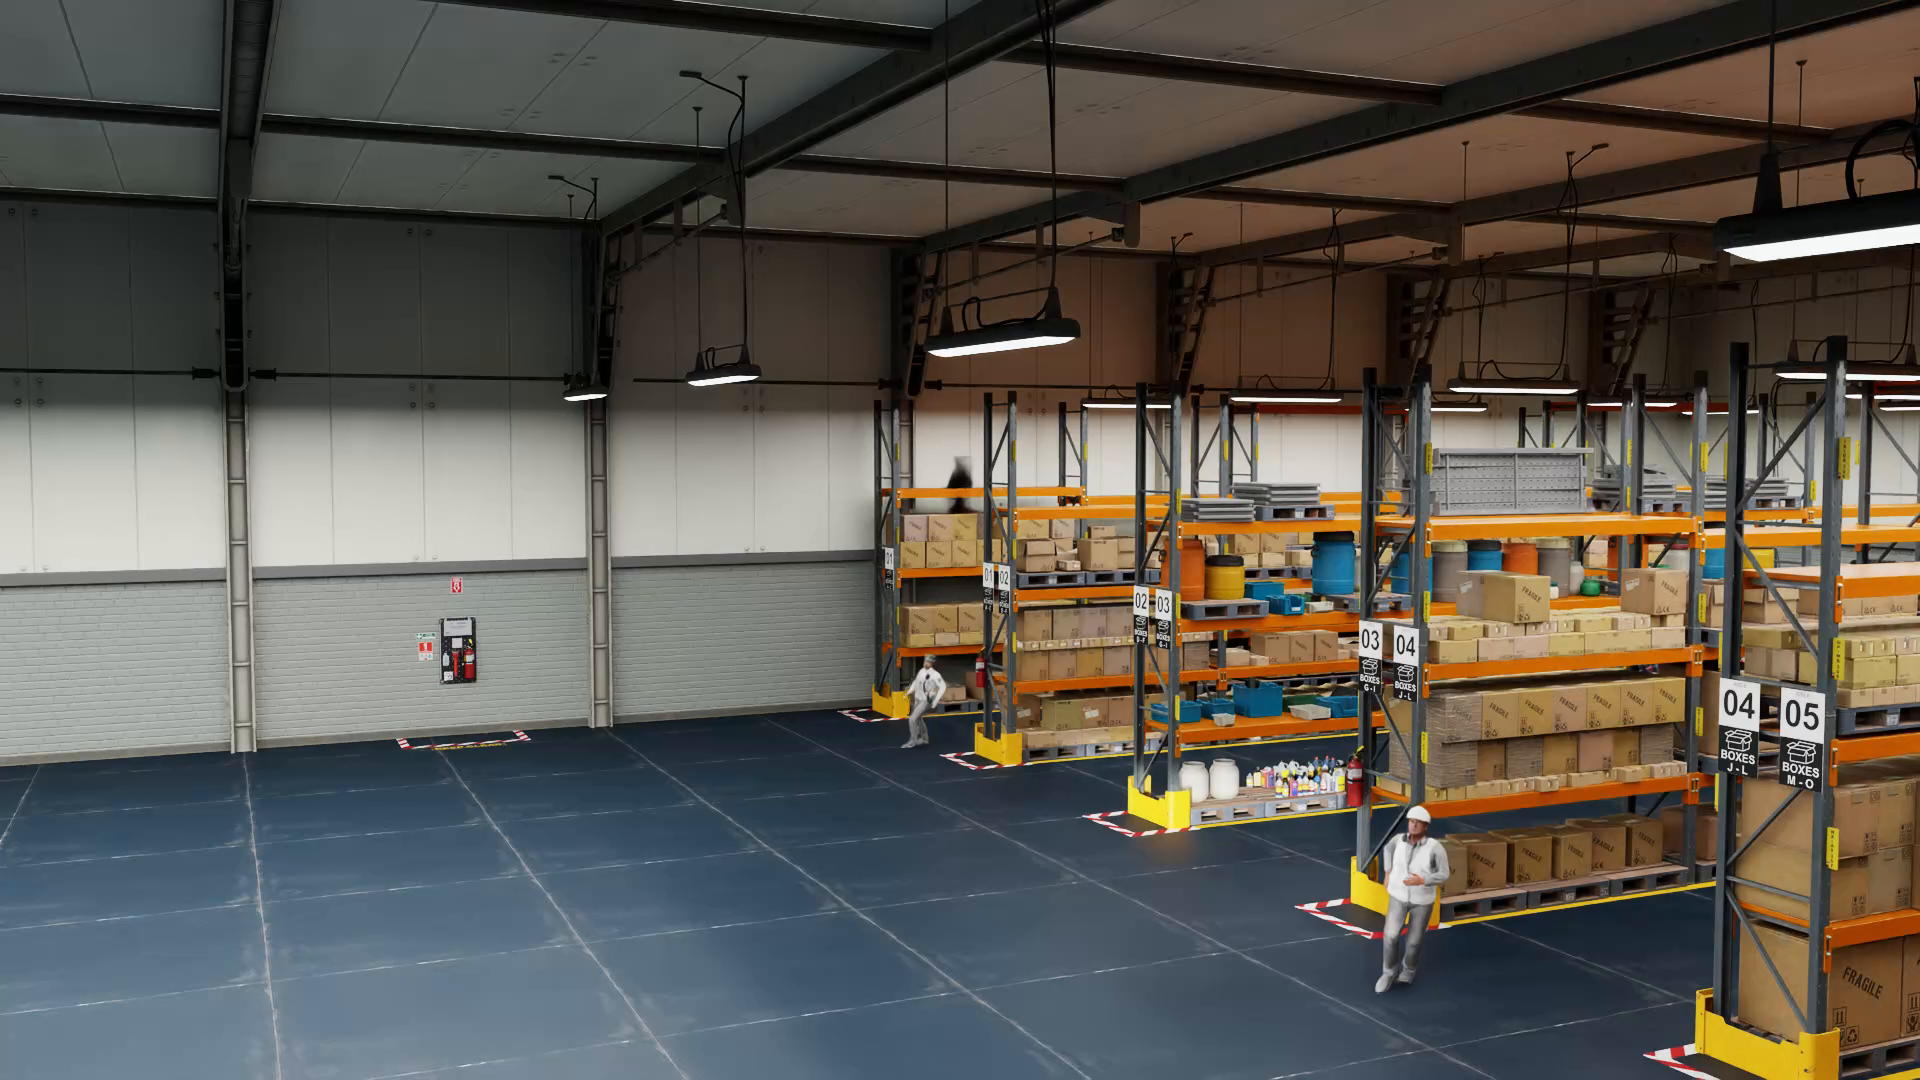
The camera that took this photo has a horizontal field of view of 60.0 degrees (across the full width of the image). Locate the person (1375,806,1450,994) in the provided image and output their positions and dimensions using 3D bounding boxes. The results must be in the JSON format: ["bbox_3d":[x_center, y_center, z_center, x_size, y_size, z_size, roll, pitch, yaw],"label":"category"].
[{"bbox_3d":[4.269,3.376,15.643,0.653,1.778,0.664,1,4,20],"label":"person"}]

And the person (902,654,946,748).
[{"bbox_3d":[-0.650,2.723,28.216,0.624,1.628,0.673,-2,4,-26],"label":"person"}]
